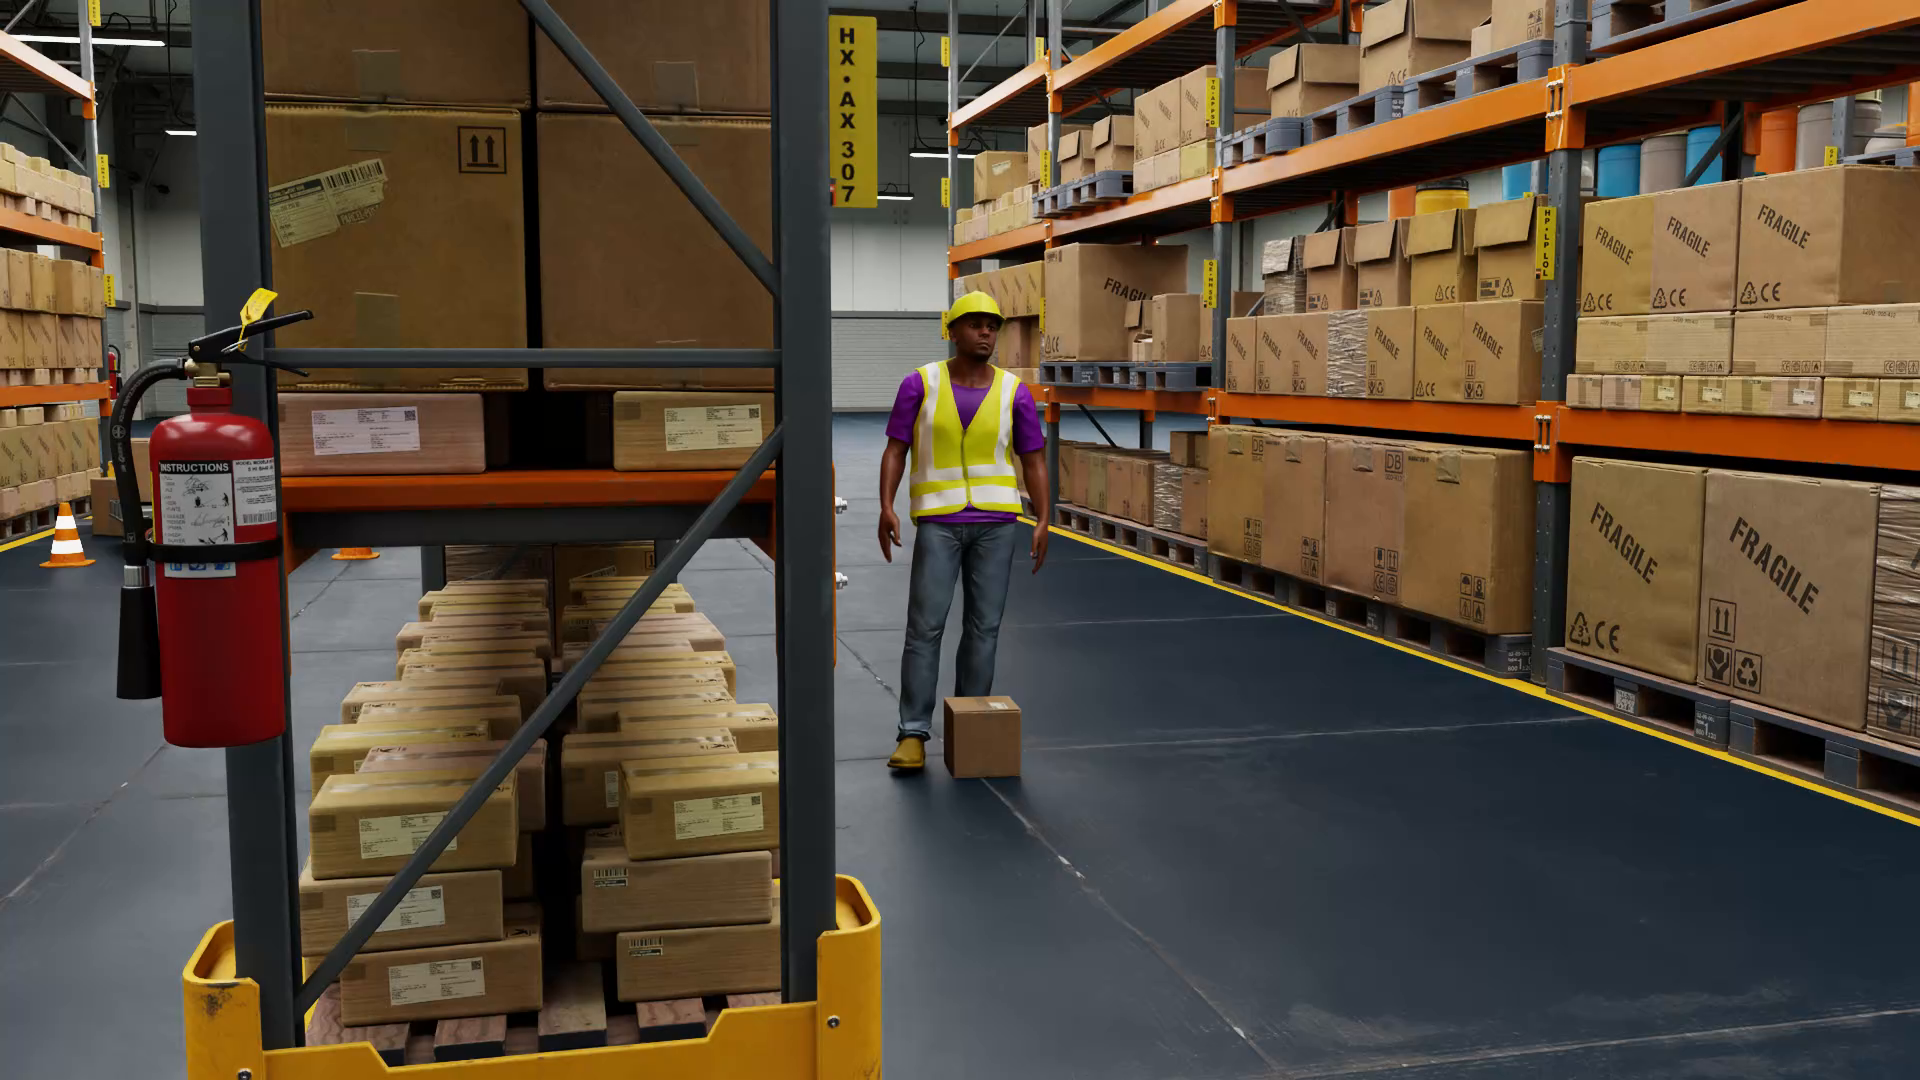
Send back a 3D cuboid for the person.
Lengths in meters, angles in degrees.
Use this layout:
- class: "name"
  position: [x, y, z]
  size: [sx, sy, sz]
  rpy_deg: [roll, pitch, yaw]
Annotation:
- class: "person"
  position: [0.026, -0.054, 6.270]
  size: [0.666, 1.765, 0.577]
  rpy_deg: [-1, 6, -7]
